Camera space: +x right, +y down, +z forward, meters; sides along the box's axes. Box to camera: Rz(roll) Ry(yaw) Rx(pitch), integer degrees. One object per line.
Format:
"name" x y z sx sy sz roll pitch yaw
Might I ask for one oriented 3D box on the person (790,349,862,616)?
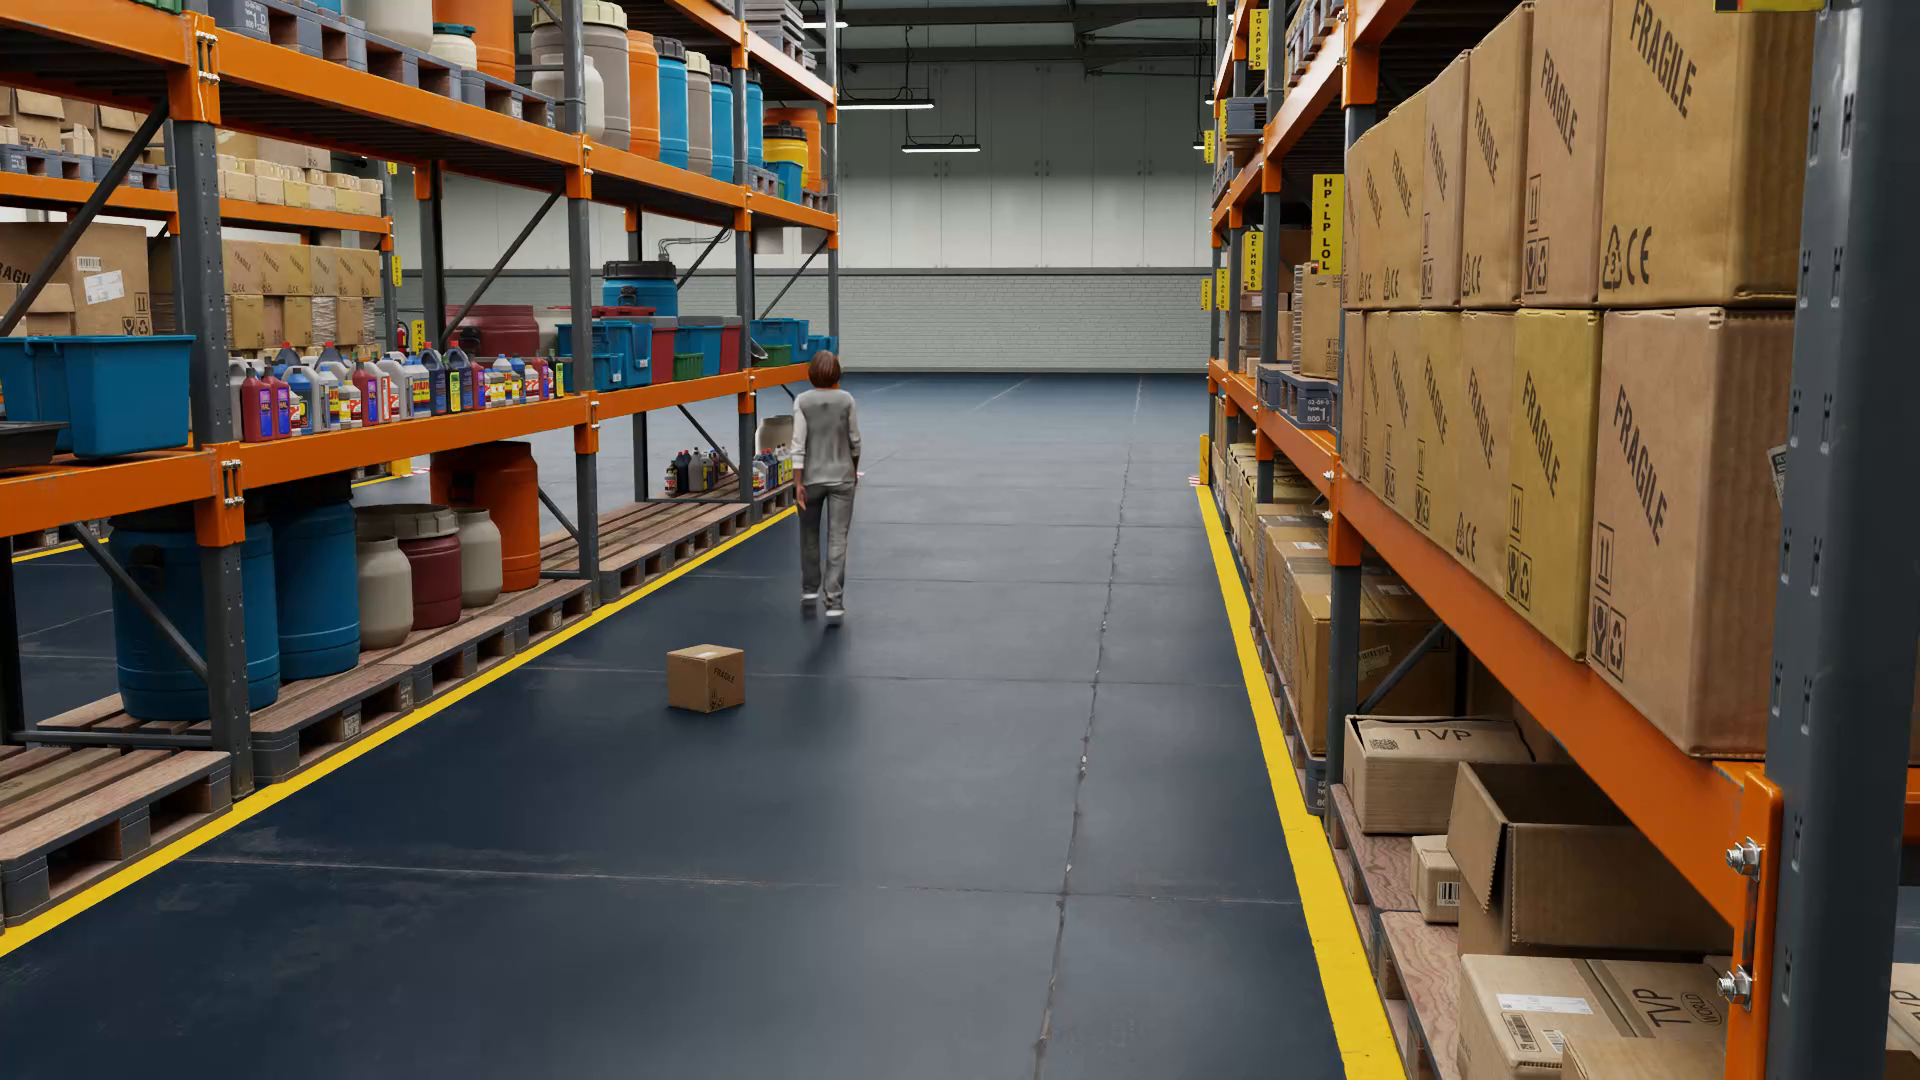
"person" -0.790 -0.358 9.870 0.414 1.545 0.921 -1 8 -4
